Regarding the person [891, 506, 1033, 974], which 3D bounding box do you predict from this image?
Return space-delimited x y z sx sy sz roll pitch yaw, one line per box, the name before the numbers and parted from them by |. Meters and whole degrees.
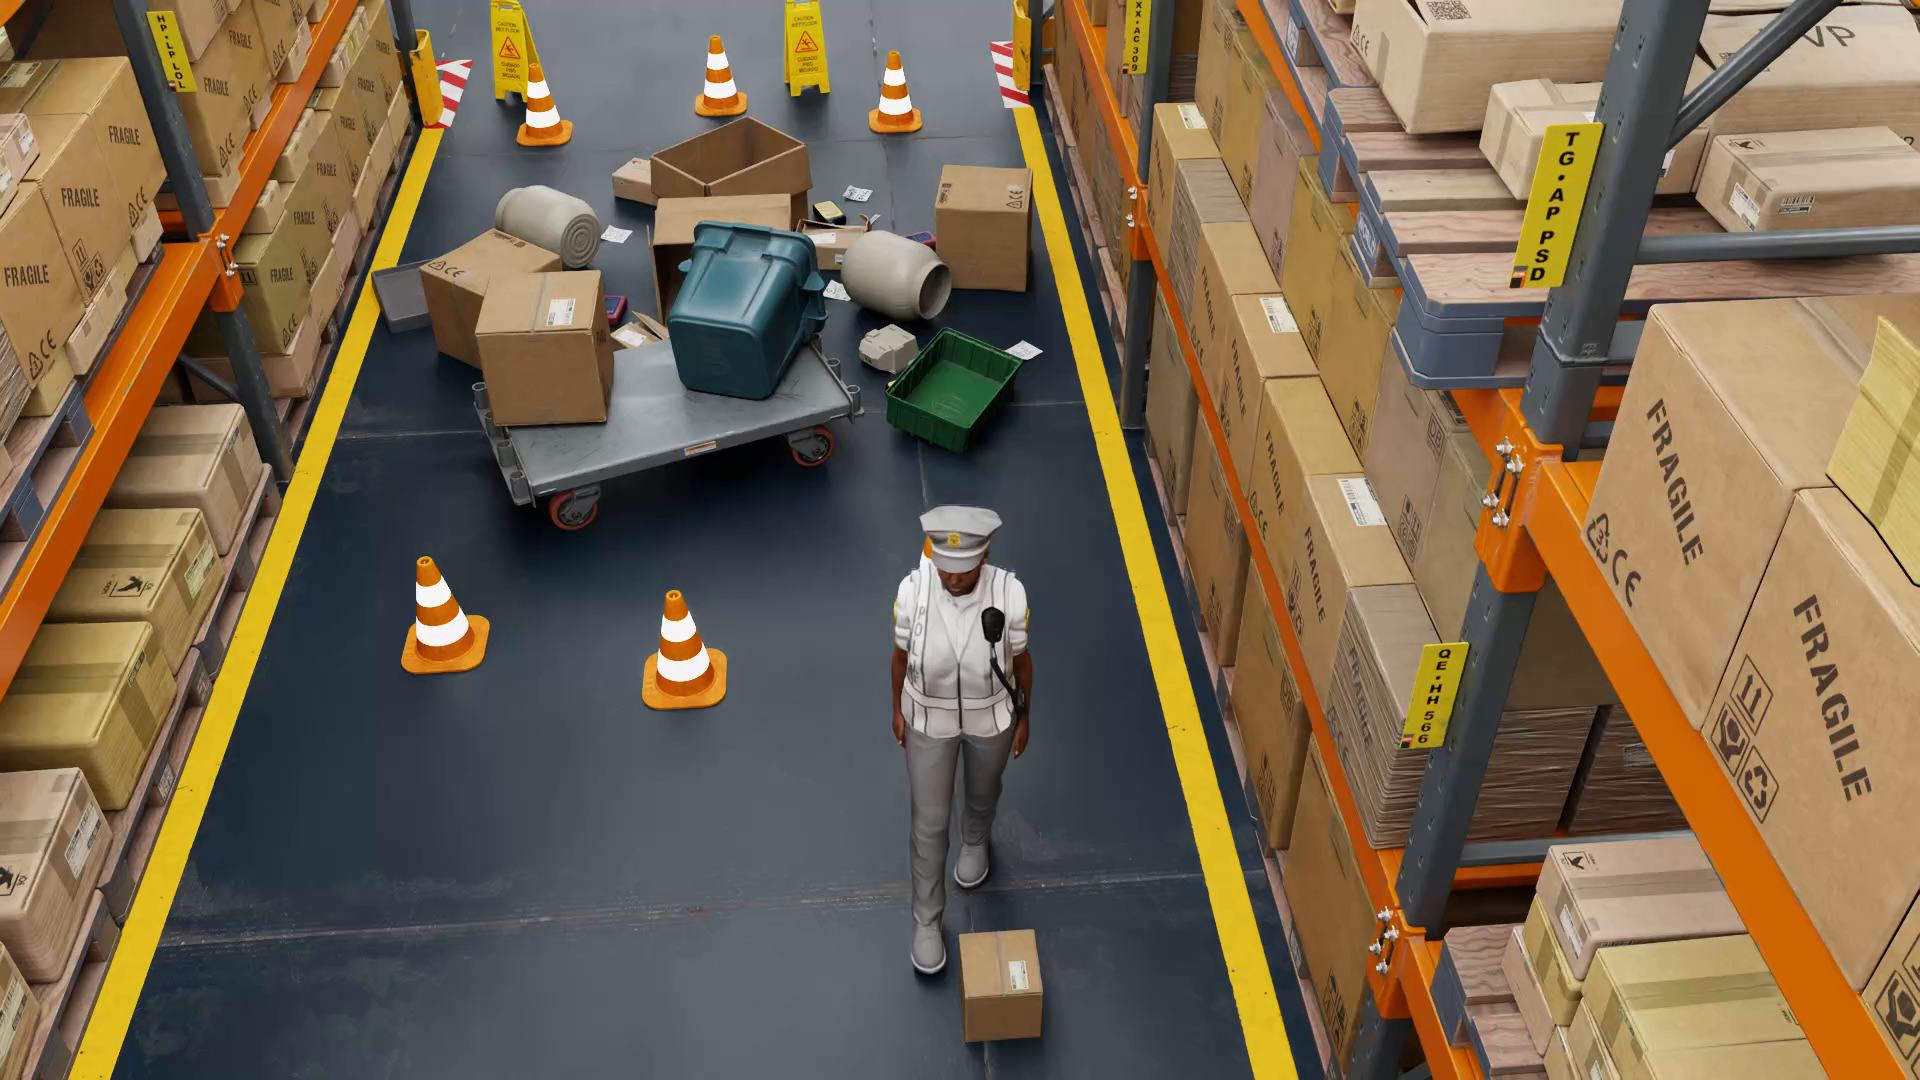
person | 0.005 0.639 5.357 0.461 1.666 0.693 0 39 0
